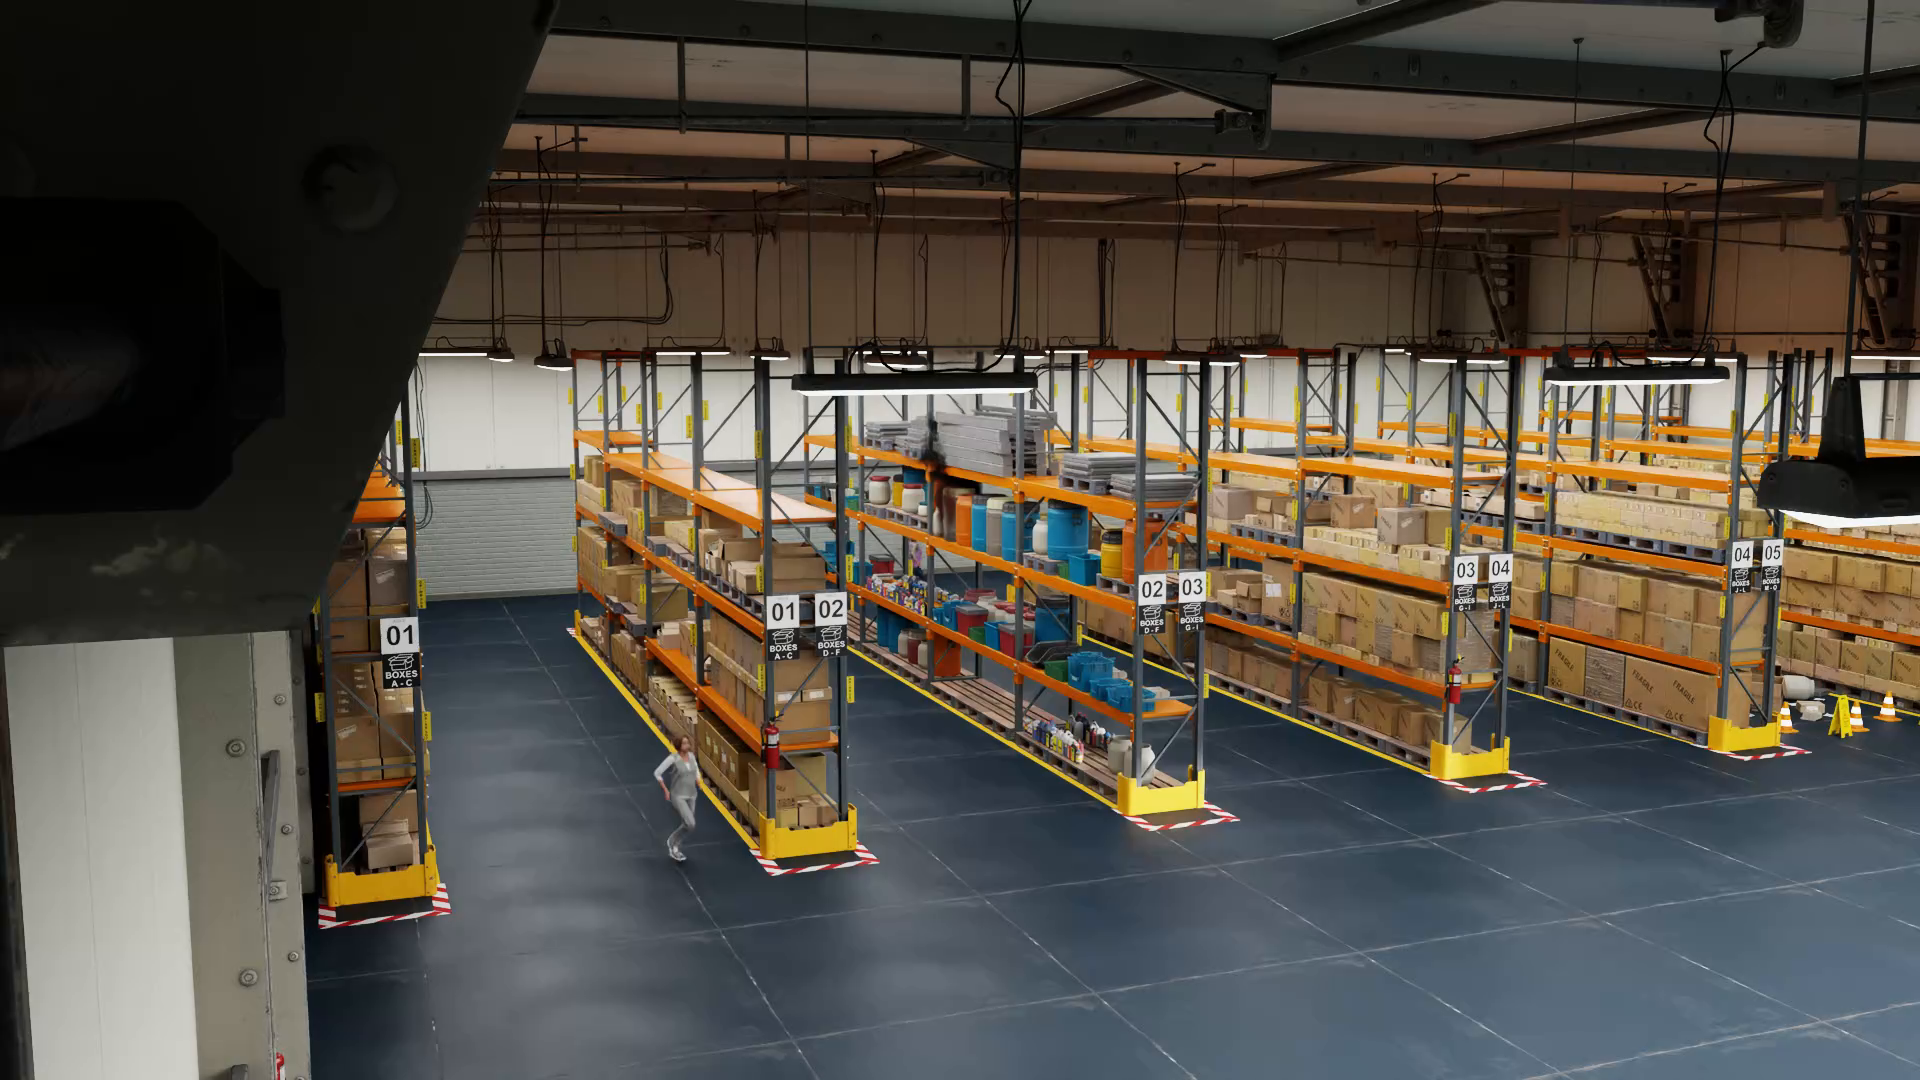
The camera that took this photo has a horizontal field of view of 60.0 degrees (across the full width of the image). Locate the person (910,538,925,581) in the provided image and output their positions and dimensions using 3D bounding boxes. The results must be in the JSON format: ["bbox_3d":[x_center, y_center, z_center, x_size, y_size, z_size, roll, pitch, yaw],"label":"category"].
[{"bbox_3d":[-1.099,0.626,39.807,0.496,1.546,0.546,-2,7,-12],"label":"person"}]

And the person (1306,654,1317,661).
[{"bbox_3d":[6.807,1.452,32.452,0.670,1.752,0.611,-4,8,-29],"label":"person"}]

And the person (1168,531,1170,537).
[{"bbox_3d":[4.800,0.602,39.314,0.762,1.659,0.798,0,7,1],"label":"person"}]

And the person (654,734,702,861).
[{"bbox_3d":[-3.299,3.086,19.852,0.592,1.559,0.512,6,9,39],"label":"person"}]
